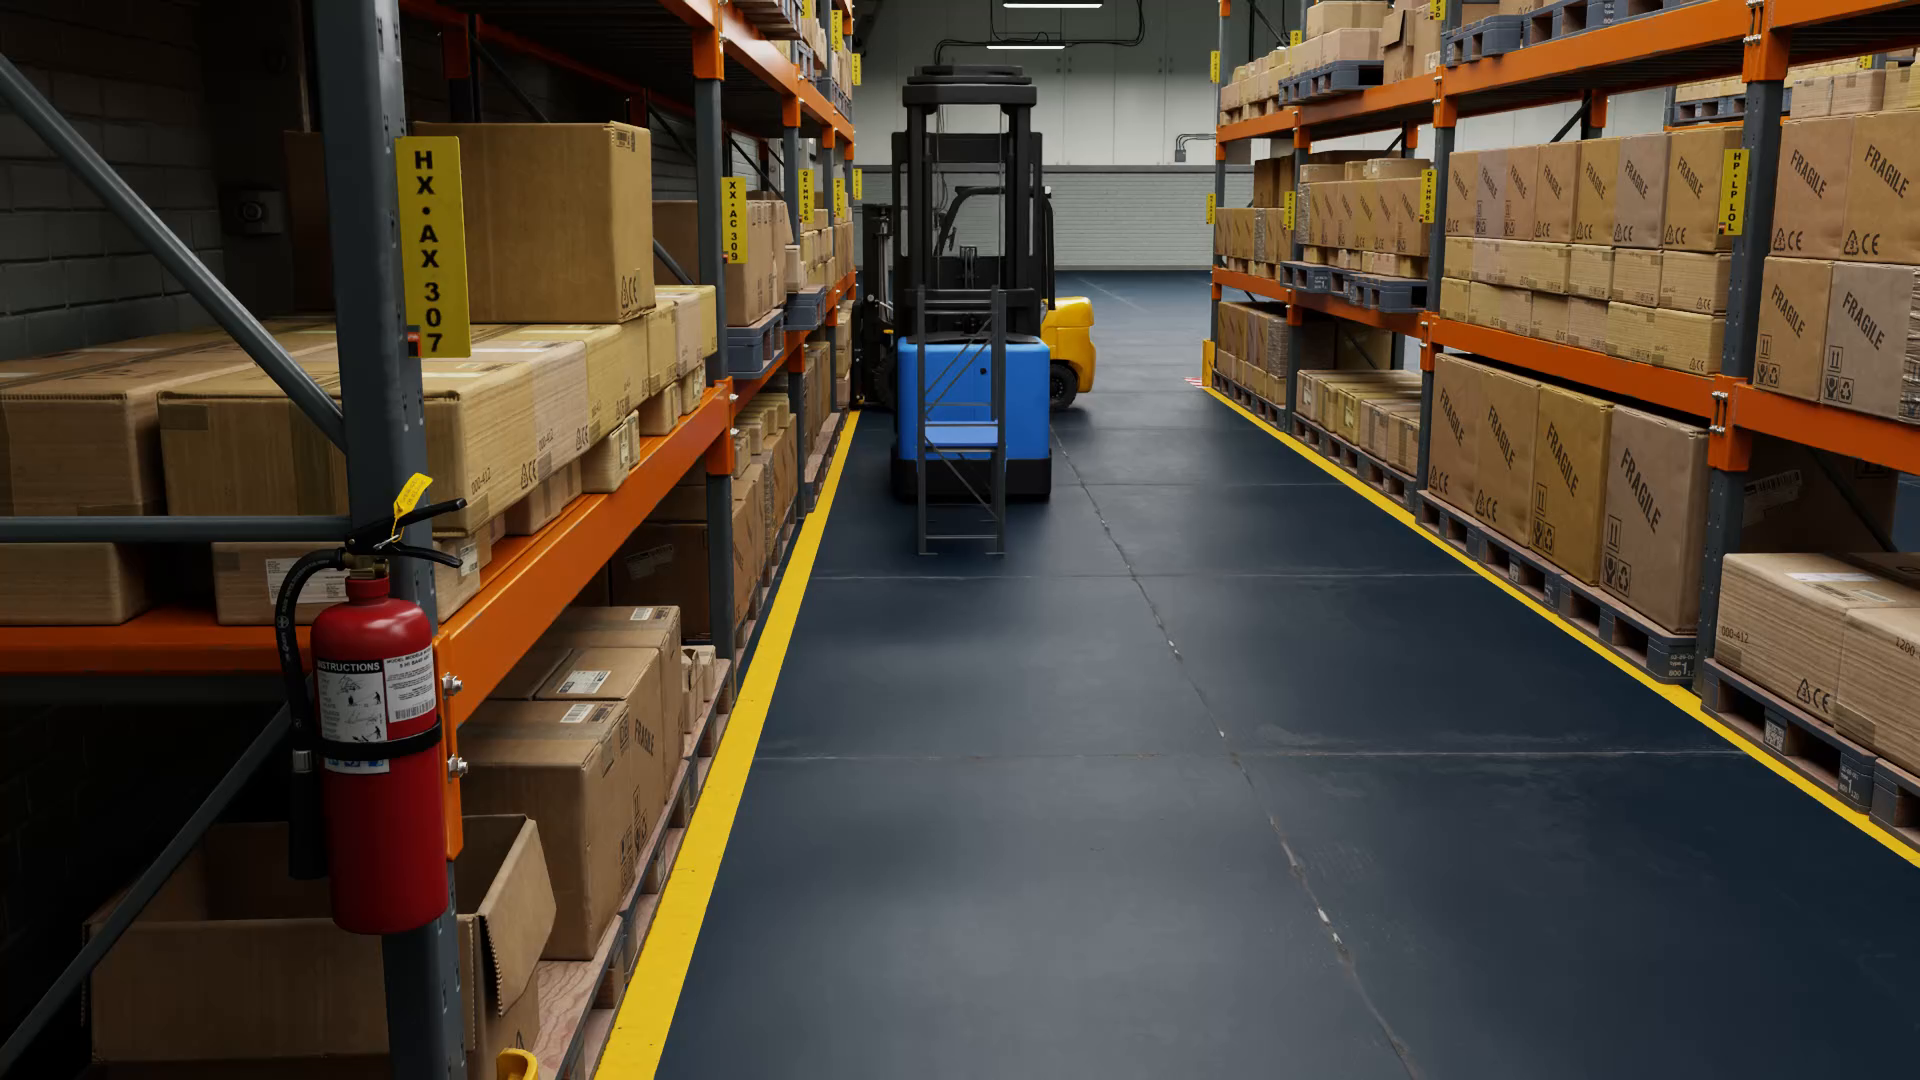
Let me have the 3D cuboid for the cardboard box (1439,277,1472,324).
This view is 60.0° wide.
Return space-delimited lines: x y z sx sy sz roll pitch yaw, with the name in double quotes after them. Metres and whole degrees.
3.223 -1.448 10.031 0.500 0.250 0.500 0 11 -2 "cardboard box"

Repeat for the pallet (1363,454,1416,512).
3.450 -0.409 11.544 1.003 0.211 1.213 0 11 -1 "pallet"

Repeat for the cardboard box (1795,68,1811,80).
7.985 -4.281 15.395 0.380 0.149 0.250 0 11 -1 "cardboard box"

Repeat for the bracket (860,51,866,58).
-2.872 -14.270 48.711 0.235 0.232 0.430 0 11 -1 "bracket"

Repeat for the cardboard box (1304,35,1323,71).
3.005 -3.799 13.017 0.500 0.250 0.500 0 11 -2 "cardboard box"

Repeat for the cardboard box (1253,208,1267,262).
3.092 -2.903 15.823 0.500 0.500 0.500 0 11 0 "cardboard box"

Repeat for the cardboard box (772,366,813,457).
-1.518 -0.895 11.843 0.875 0.625 0.625 0 11 1 "cardboard box"

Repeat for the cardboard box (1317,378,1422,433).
3.414 -1.086 13.421 0.950 0.372 0.625 0 11 2 "cardboard box"

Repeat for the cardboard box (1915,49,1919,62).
8.092 -3.994 13.686 0.258 0.266 0.396 0 11 -2 "cardboard box"

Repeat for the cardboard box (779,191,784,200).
-1.404 -3.023 14.784 0.380 0.149 0.250 0 11 0 "cardboard box"

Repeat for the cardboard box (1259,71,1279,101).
3.096 -4.246 15.529 0.500 0.250 0.500 0 11 -2 "cardboard box"

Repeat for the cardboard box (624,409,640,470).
-1.068 -0.261 4.432 0.380 0.149 0.250 0 11 0 "cardboard box"

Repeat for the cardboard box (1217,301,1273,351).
3.041 -2.270 17.677 0.500 0.500 0.500 -1 11 -3 "cardboard box"

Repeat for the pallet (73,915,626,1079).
-1.351 1.184 3.691 1.003 0.211 1.213 0 11 -1 "pallet"

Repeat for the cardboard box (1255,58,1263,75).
3.030 -4.523 15.891 0.380 0.149 0.250 0 11 0 "cardboard box"

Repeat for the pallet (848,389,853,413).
-1.583 -1.429 16.572 1.003 0.211 1.213 0 11 -1 "pallet"

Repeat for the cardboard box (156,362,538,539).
-1.072 -0.172 2.993 0.500 0.250 0.500 0 11 -1 "cardboard box"

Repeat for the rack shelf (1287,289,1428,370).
3.424 -1.665 12.532 1.077 0.370 4.000 0 11 -1 "rack shelf"

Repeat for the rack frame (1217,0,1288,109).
3.300 -6.151 17.743 1.000 3.000 0.127 0 11 -1 "rack frame"

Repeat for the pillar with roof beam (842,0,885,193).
1.134 -11.968 46.420 9.100 9.000 0.548 0 11 -1 "pillar with roof beam"

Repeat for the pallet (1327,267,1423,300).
3.383 -1.919 12.459 1.003 0.211 1.213 0 11 -1 "pallet"

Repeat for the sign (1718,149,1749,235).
3.005 -1.350 6.454 0.100 0.325 0.005 0 11 -1 "sign"

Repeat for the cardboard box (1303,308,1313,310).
3.594 -2.074 16.711 0.500 0.500 0.500 -1 11 -2 "cardboard box"

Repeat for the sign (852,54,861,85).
-1.120 -5.054 17.854 0.100 0.325 0.005 0 11 -1 "sign"

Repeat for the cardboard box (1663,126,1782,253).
3.287 -1.452 6.905 0.500 0.500 0.500 0 11 1 "cardboard box"

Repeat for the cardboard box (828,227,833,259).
-1.315 -2.469 13.805 0.500 0.250 0.500 0 11 -2 "cardboard box"

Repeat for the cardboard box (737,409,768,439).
-1.276 -0.641 9.275 0.380 0.149 0.250 0 11 1 "cardboard box"

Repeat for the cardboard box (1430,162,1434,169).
3.674 -2.852 12.883 0.380 0.149 0.250 -1 11 -4 "cardboard box"

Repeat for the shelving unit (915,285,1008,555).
-0.002 -0.752 9.994 0.538 1.500 1.048 0 11 -1 "shelving unit"

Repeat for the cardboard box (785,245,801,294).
-1.152 -1.523 9.343 0.500 0.250 0.500 -1 11 -4 "cardboard box"

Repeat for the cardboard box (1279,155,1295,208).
3.516 -3.493 16.219 0.700 0.500 0.500 0 11 -2 "cardboard box"

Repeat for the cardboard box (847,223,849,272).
-1.378 -2.937 16.738 0.500 0.500 0.500 0 11 -2 "cardboard box"

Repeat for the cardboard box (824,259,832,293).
-1.292 -2.122 13.350 0.500 0.250 0.500 0 11 -1 "cardboard box"

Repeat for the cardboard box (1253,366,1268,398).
3.080 -1.496 15.747 0.500 0.250 0.500 -1 11 -3 "cardboard box"

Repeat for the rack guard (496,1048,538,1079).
-1.334 1.201 2.881 1.175 0.500 0.348 0 11 -1 "rack guard"

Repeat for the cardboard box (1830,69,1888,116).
3.316 -1.567 5.842 0.380 0.149 0.250 0 11 0 "cardboard box"

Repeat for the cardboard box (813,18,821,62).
-1.306 -3.780 12.519 0.500 0.311 0.500 -1 11 -3 "cardboard box"

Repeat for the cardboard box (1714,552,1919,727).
3.453 0.350 6.177 0.875 0.438 0.875 0 11 -2 "cardboard box"

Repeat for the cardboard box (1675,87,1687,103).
7.933 -4.783 17.871 0.380 0.149 0.250 0 11 -1 "cardboard box"

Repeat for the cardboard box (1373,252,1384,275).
3.098 -1.920 11.554 0.380 0.149 0.250 -1 11 -4 "cardboard box"

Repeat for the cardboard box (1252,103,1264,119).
3.059 -4.181 16.211 0.380 0.149 0.250 -1 11 -3 "cardboard box"

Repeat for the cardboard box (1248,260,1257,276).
3.030 -2.659 16.252 0.380 0.149 0.250 0 11 -1 "cardboard box"

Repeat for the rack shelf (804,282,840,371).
-1.539 -1.644 12.428 1.077 0.370 4.000 0 11 -1 "rack shelf"

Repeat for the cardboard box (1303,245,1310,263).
3.078 -2.387 13.855 0.380 0.149 0.250 0 11 0 "cardboard box"

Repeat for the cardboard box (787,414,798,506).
-1.274 -0.497 10.193 0.500 0.500 0.500 0 11 0 "cardboard box"

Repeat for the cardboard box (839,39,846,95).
-1.489 -4.672 16.441 0.700 0.500 0.500 0 11 -1 "cardboard box"

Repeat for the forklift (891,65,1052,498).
0.039 -1.971 12.403 1.130 2.935 3.031 0 11 -2 "forklift"

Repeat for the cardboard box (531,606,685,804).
-1.250 0.512 5.222 0.700 0.500 0.500 -1 11 -3 "cardboard box"

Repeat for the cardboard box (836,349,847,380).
-1.282 -1.595 14.978 0.500 0.250 0.500 0 11 -1 "cardboard box"

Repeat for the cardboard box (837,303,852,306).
-1.325 -2.346 17.422 0.500 0.250 0.500 0 11 0 "cardboard box"

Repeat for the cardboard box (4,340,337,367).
-1.617 -0.274 3.494 0.500 0.250 0.500 0 11 -1 "cardboard box"

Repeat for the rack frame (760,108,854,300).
-1.663 -3.189 18.235 1.000 3.000 0.127 0 11 -1 "rack frame"

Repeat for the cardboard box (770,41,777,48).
-1.223 -2.695 8.633 0.500 0.250 0.500 0 11 -1 "cardboard box"

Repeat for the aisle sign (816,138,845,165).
-1.371 -4.478 18.047 0.394 0.787 0.004 0 11 -1 "aisle sign"

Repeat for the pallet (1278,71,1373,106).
3.289 -3.670 13.534 1.213 0.211 1.003 0 11 -1 "pallet"
